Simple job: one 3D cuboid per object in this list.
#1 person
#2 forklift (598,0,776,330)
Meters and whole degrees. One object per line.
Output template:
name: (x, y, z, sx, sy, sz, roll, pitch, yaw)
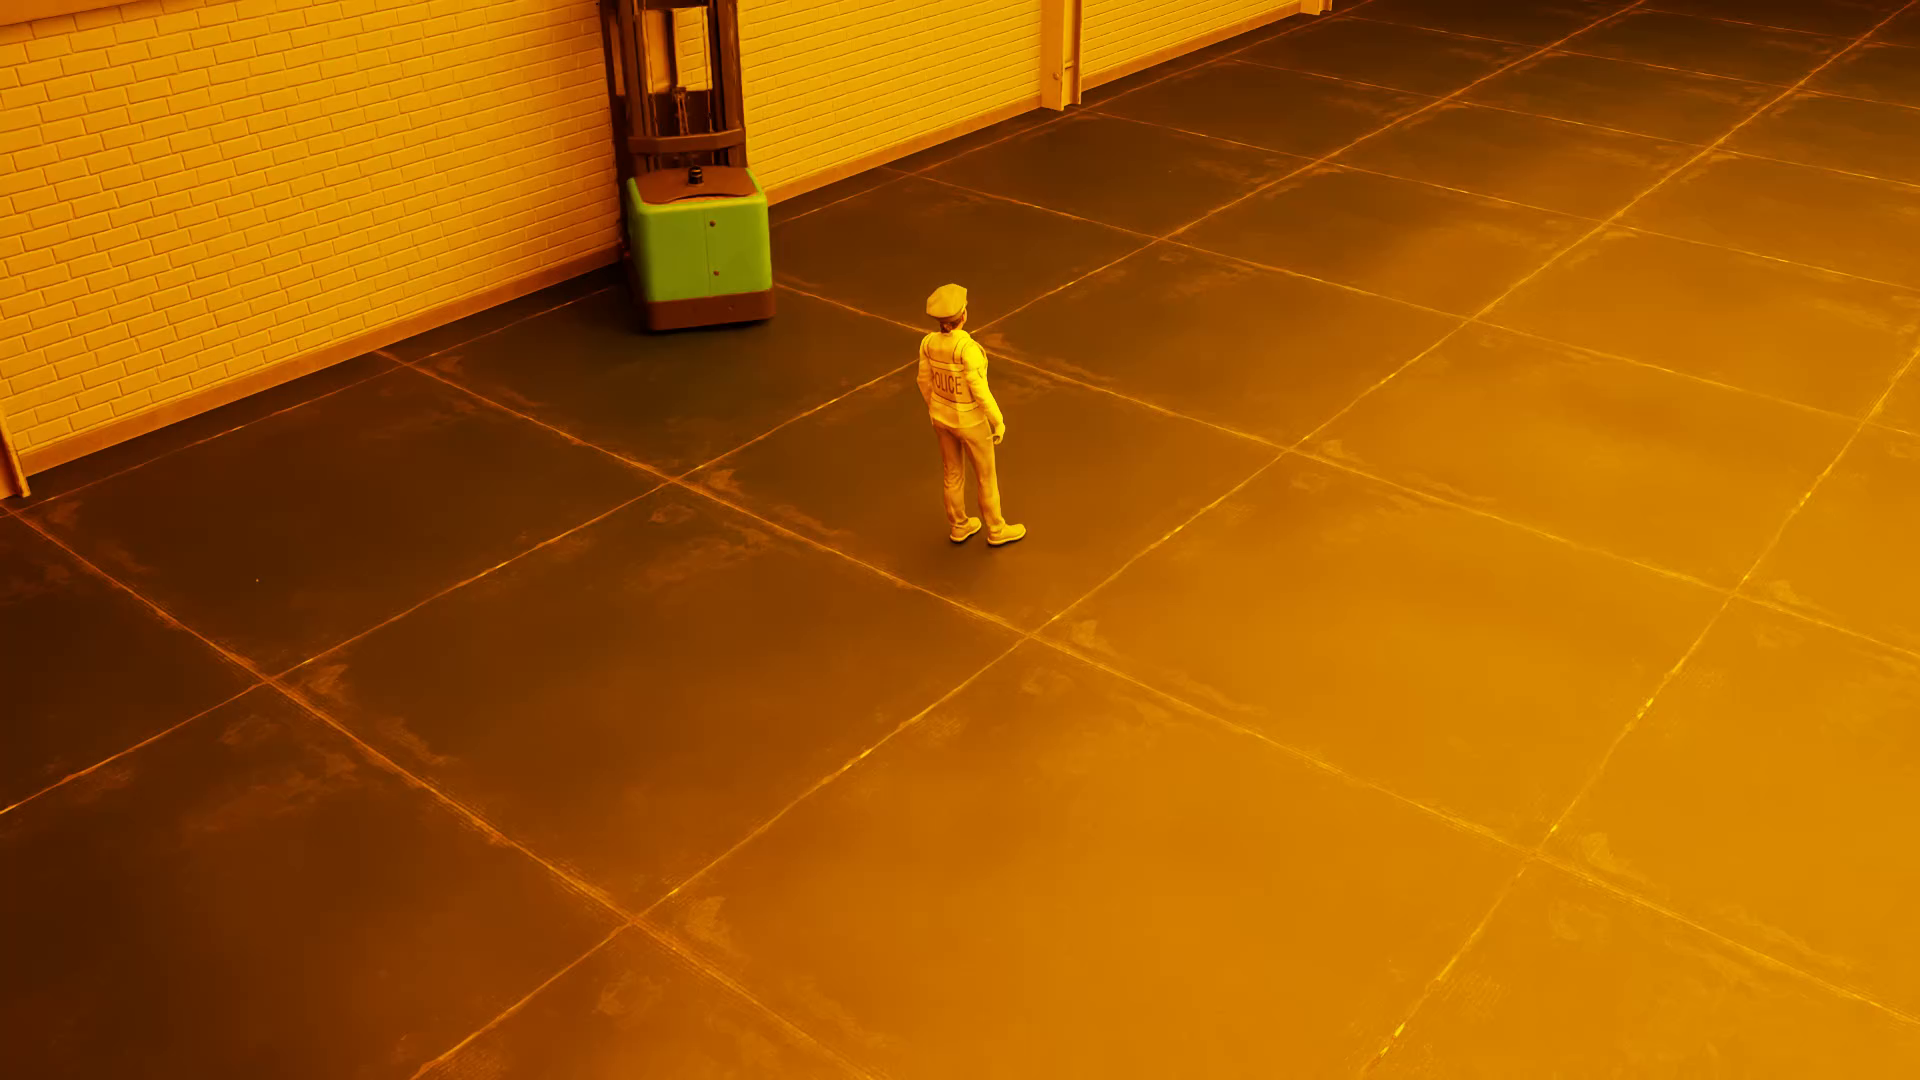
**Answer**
person: (0.049, -0.762, 10.111, 0.586, 1.694, 0.530, 22, 37, 33)
forklift: (-2.394, -3.661, 13.861, 1.130, 2.935, 3.031, -8, 31, -14)
